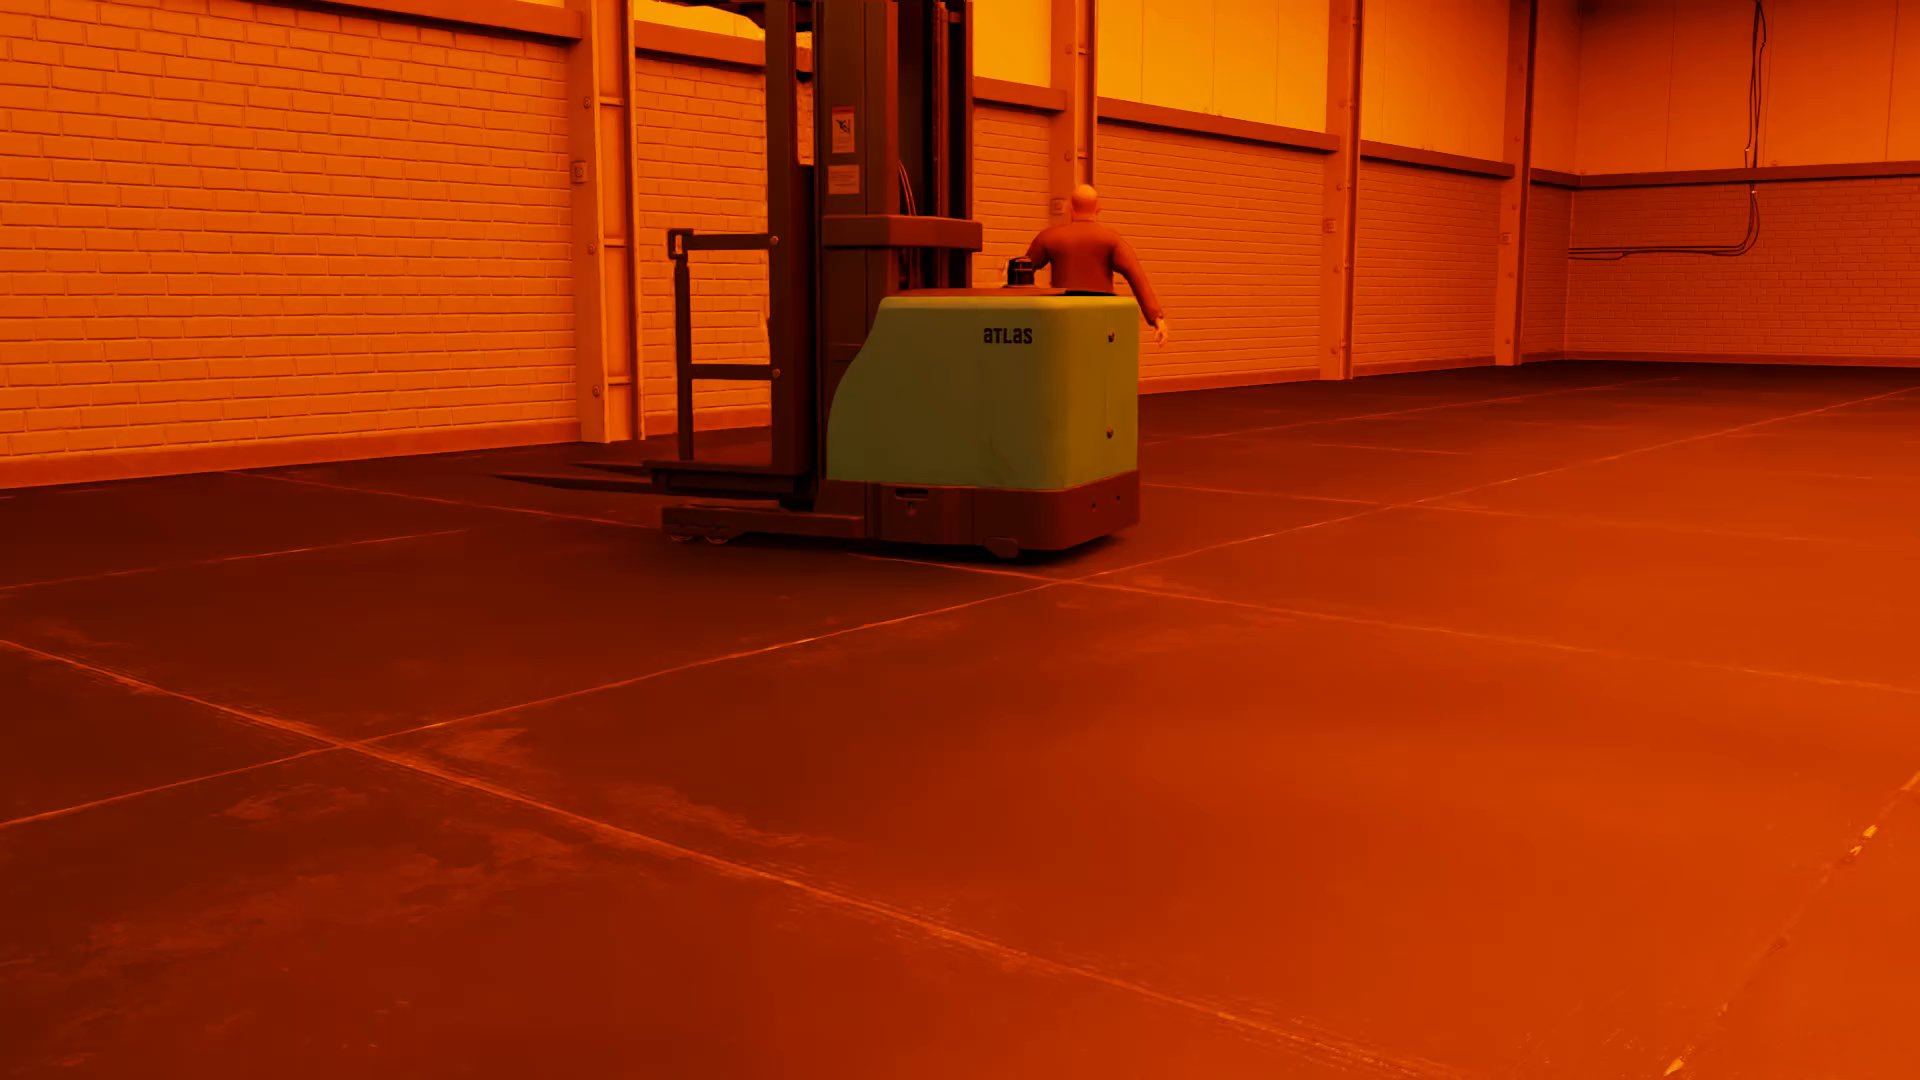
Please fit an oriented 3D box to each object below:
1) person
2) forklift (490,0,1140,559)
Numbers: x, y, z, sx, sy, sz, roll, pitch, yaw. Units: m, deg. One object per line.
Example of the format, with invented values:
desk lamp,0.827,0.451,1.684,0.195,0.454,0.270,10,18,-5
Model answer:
person,0.781,-1.296,10.256,1.004,1.759,0.822,1,8,9
forklift,-0.753,-1.493,7.486,3.031,2.935,1.130,4,9,25
